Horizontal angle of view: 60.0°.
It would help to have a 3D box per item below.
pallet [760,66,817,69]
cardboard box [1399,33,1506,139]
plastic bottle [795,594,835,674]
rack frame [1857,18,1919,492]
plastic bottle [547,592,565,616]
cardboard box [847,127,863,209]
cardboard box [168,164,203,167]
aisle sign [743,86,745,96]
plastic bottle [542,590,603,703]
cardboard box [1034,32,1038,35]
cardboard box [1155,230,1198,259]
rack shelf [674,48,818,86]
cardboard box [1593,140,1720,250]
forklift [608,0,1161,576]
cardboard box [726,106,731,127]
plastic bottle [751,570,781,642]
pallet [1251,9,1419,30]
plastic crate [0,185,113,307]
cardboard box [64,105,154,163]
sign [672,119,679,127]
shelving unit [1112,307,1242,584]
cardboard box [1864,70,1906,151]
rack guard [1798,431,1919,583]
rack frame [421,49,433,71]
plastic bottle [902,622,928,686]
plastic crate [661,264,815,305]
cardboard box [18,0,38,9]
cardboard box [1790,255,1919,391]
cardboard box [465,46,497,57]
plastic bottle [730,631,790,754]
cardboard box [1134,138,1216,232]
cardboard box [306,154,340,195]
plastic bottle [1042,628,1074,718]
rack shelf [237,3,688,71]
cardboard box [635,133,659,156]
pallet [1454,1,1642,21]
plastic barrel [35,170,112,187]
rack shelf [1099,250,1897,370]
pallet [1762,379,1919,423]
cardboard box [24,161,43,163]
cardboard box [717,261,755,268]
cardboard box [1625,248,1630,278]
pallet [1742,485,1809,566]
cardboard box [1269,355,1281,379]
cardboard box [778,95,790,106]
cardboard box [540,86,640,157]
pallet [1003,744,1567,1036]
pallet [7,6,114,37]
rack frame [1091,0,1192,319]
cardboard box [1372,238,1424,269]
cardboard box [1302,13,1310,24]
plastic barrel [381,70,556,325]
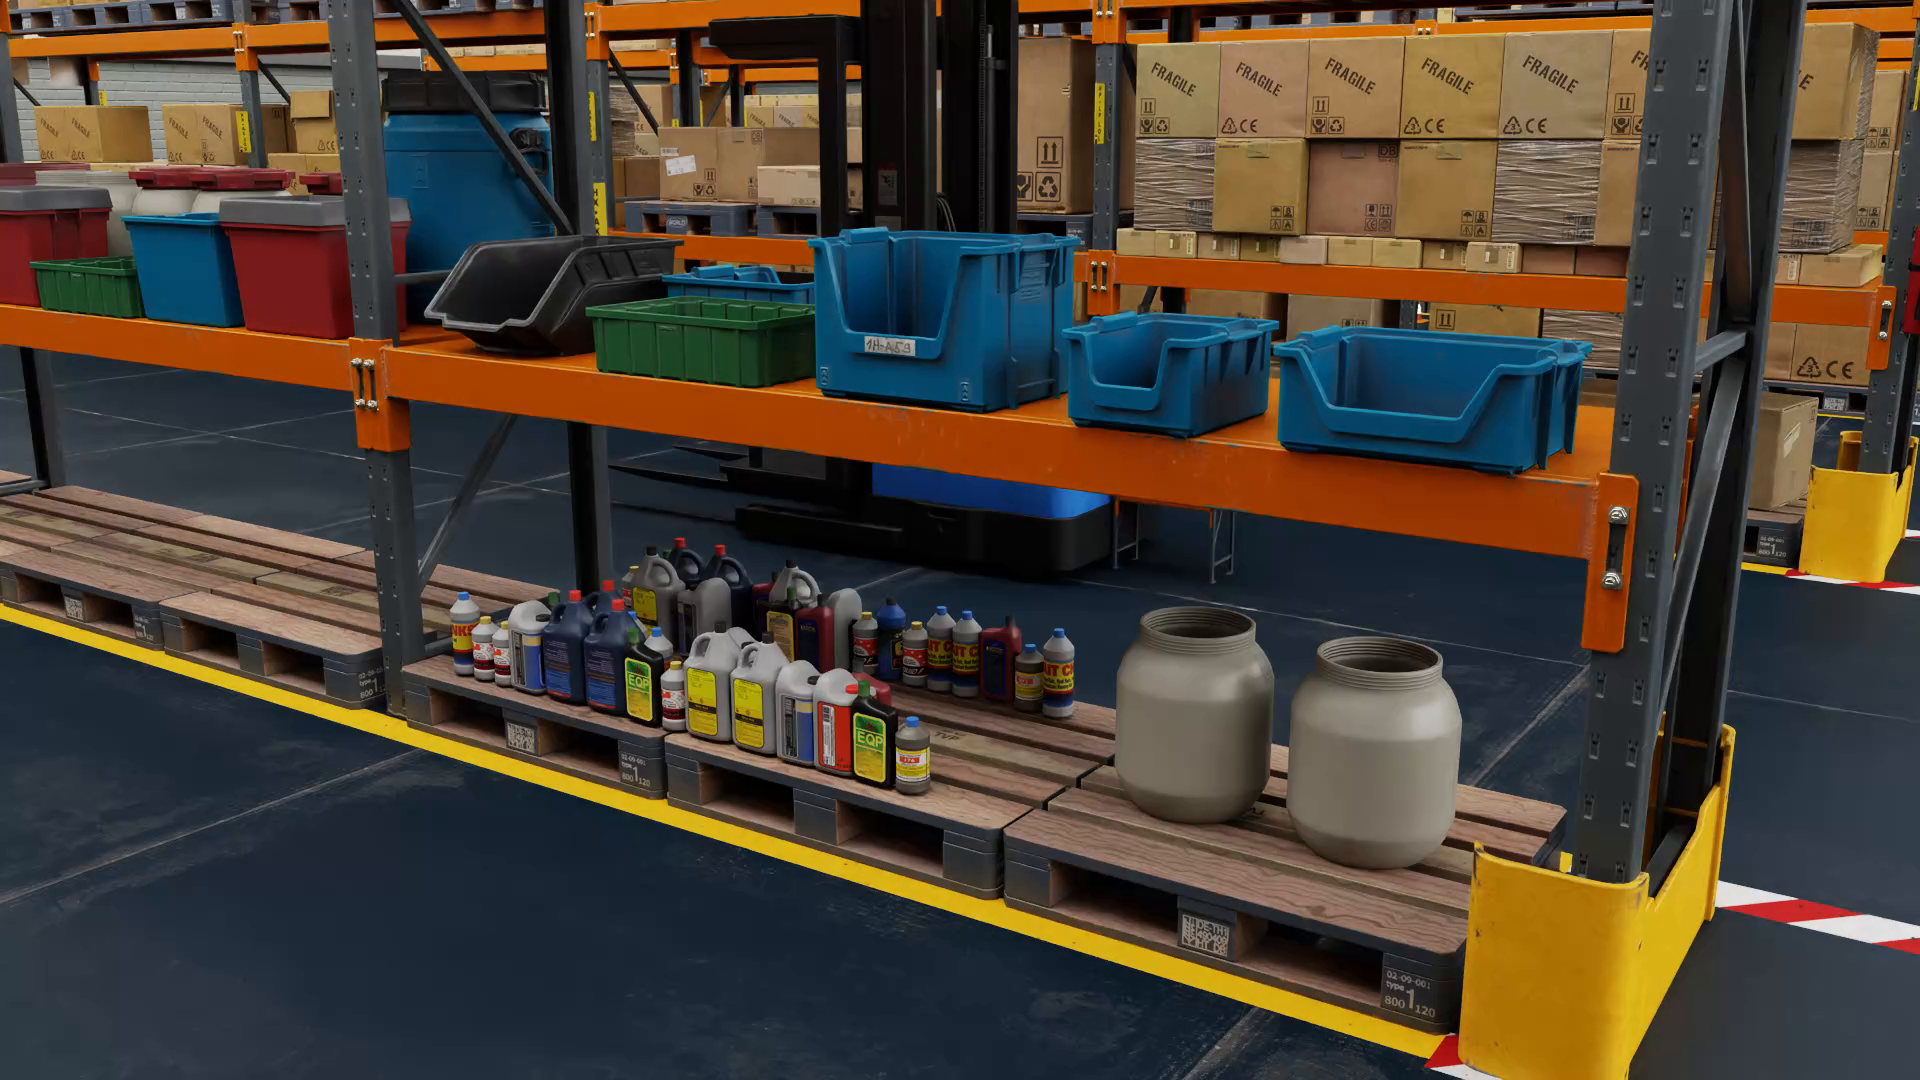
[{"bbox_3d":[-2.722,-6.821,23.577,1.213,0.211,1.003,9,17,33],"label":"pallet"},{"bbox_3d":[2.566,-2.289,8.418,0.500,0.500,0.500,9,17,33],"label":"cardboard box"},{"bbox_3d":[-0.485,0.314,5.549,0.133,0.283,0.061,9,17,33],"label":"plastic bottle"},{"bbox_3d":[4.402,-1.384,7.671,0.127,3.000,1.000,9,17,33],"label":"rack frame"},{"bbox_3d":[-1.319,0.319,5.529,0.133,0.283,0.061,9,17,33],"label":"plastic bottle"},{"bbox_3d":[-0.407,-2.388,10.639,0.637,0.503,0.797,11,18,38],"label":"cardboard box"},{"bbox_3d":[-6.499,-3.140,14.460,0.500,0.250,0.500,10,17,34],"label":"cardboard box"},{"bbox_3d":[-3.230,-6.839,24.297,0.004,0.787,0.394,9,17,33],"label":"aisle sign"},{"bbox_3d":[-1.243,0.331,5.342,0.185,0.351,0.144,10,17,34],"label":"plastic bottle"},{"bbox_3d":[0.830,-6.276,20.803,0.250,0.166,0.380,8,16,29],"label":"cardboard box"},{"bbox_3d":[1.294,-1.673,9.363,0.250,0.149,0.380,9,17,33],"label":"cardboard box"},{"bbox_3d":[-1.044,-4.807,16.754,4.000,0.370,1.077,9,17,33],"label":"rack shelf"},{"bbox_3d":[3.479,-1.699,8.117,0.500,0.500,0.875,9,17,33],"label":"cardboard box"},{"bbox_3d":[-0.530,-1.502,8.293,3.031,2.935,1.130,9,16,31],"label":"forklift"},{"bbox_3d":[-3.104,-5.918,23.699,0.500,0.500,0.500,9,16,32],"label":"cardboard box"},{"bbox_3d":[-0.668,0.241,5.846,0.133,0.283,0.061,11,17,37],"label":"plastic bottle"},{"bbox_3d":[3.147,-4.372,13.897,1.217,0.209,0.805,8,16,31],"label":"pallet"},{"bbox_3d":[-3.830,-1.222,6.886,0.583,0.464,0.402,9,17,33],"label":"plastic crate"},{"bbox_3d":[-7.779,-3.712,15.207,0.500,0.500,0.500,9,16,31],"label":"cardboard box"},{"bbox_3d":[-3.000,-4.279,17.567,0.005,0.325,0.100,9,17,33],"label":"sign"},{"bbox_3d":[0.985,-0.438,7.591,0.503,1.200,0.258,8,16,31],"label":"shelving unit"},{"bbox_3d":[6.460,-3.069,11.919,0.550,0.550,0.875,9,17,33],"label":"cardboard box"},{"bbox_3d":[4.339,-0.181,8.012,0.348,0.500,1.175,9,17,33],"label":"rack guard"},{"bbox_3d":[-6.022,-4.505,20.279,0.127,3.000,1.000,9,17,33],"label":"rack frame"},{"bbox_3d":[-0.142,0.371,5.491,0.097,0.201,0.097,0,14,0],"label":"plastic bottle"},{"bbox_3d":[-0.611,-0.766,5.485,0.616,0.251,0.499,9,17,33],"label":"plastic crate"},{"bbox_3d":[-8.413,-5.227,15.665,0.500,0.500,0.700,8,16,29],"label":"cardboard box"},{"bbox_3d":[6.654,-1.609,12.130,0.875,0.875,0.875,9,17,33],"label":"cardboard box"},{"bbox_3d":[-5.358,-5.705,19.199,0.500,0.250,0.500,10,17,35],"label":"cardboard box"},{"bbox_3d":[-0.579,0.438,4.909,0.185,0.351,0.144,10,17,35],"label":"plastic bottle"},{"bbox_3d":[1.422,-2.040,9.496,0.500,0.500,0.875,9,17,33],"label":"cardboard box"},{"bbox_3d":[-4.895,-2.863,13.437,0.500,0.500,0.500,9,17,33],"label":"cardboard box"},{"bbox_3d":[0.307,0.409,5.189,0.097,0.271,0.097,0,14,0],"label":"plastic bottle"},{"bbox_3d":[-3.896,-3.832,12.814,4.000,0.370,1.077,9,17,33],"label":"rack shelf"},{"bbox_3d":[-3.262,-4.170,18.099,0.500,0.500,0.500,9,17,33],"label":"cardboard box"},{"bbox_3d":[4.608,-4.197,12.976,1.213,0.211,1.003,9,17,33],"label":"pallet"},{"bbox_3d":[-4.028,-1.428,7.616,0.421,0.512,0.421,0,14,0],"label":"plastic barrel"},{"bbox_3d":[2.742,-1.303,8.841,4.000,0.370,1.077,9,17,33],"label":"rack shelf"},{"bbox_3d":[6.547,-1.097,12.316,1.213,0.211,1.003,9,17,33],"label":"pallet"},{"bbox_3d":[-8.627,-3.483,15.843,0.500,0.250,0.500,9,16,31],"label":"cardboard box"},{"bbox_3d":[-2.238,-2.807,17.748,0.500,0.500,0.500,10,17,35],"label":"cardboard box"},{"bbox_3d":[3.408,-1.352,8.067,0.250,0.149,0.380,9,17,33],"label":"cardboard box"},{"bbox_3d":[3.685,-0.156,8.515,1.213,0.211,1.003,9,17,33],"label":"pallet"},{"bbox_3d":[1.872,-0.774,9.534,0.500,0.500,0.500,-11,17,-36],"label":"cardboard box"},{"bbox_3d":[-2.319,-6.116,23.150,0.250,0.149,0.380,9,17,33],"label":"cardboard box"},{"bbox_3d":[-2.834,-3.093,12.281,0.637,0.503,0.797,10,17,35],"label":"cardboard box"},{"bbox_3d":[0.877,0.847,4.464,1.213,0.211,1.003,9,17,33],"label":"pallet"},{"bbox_3d":[-8.253,-4.845,15.595,1.213,0.211,1.003,9,17,33],"label":"pallet"},{"bbox_3d":[1.083,-1.920,9.838,0.127,3.000,1.000,9,17,33],"label":"rack frame"},{"bbox_3d":[2.346,-1.511,8.707,0.250,0.149,0.380,9,17,33],"label":"cardboard box"},{"bbox_3d":[4.075,-5.808,19.093,0.500,0.500,0.700,9,17,33],"label":"cardboard box"},{"bbox_3d":[-1.833,-1.288,6.241,0.708,0.901,0.600,9,17,33],"label":"plastic barrel"}]
